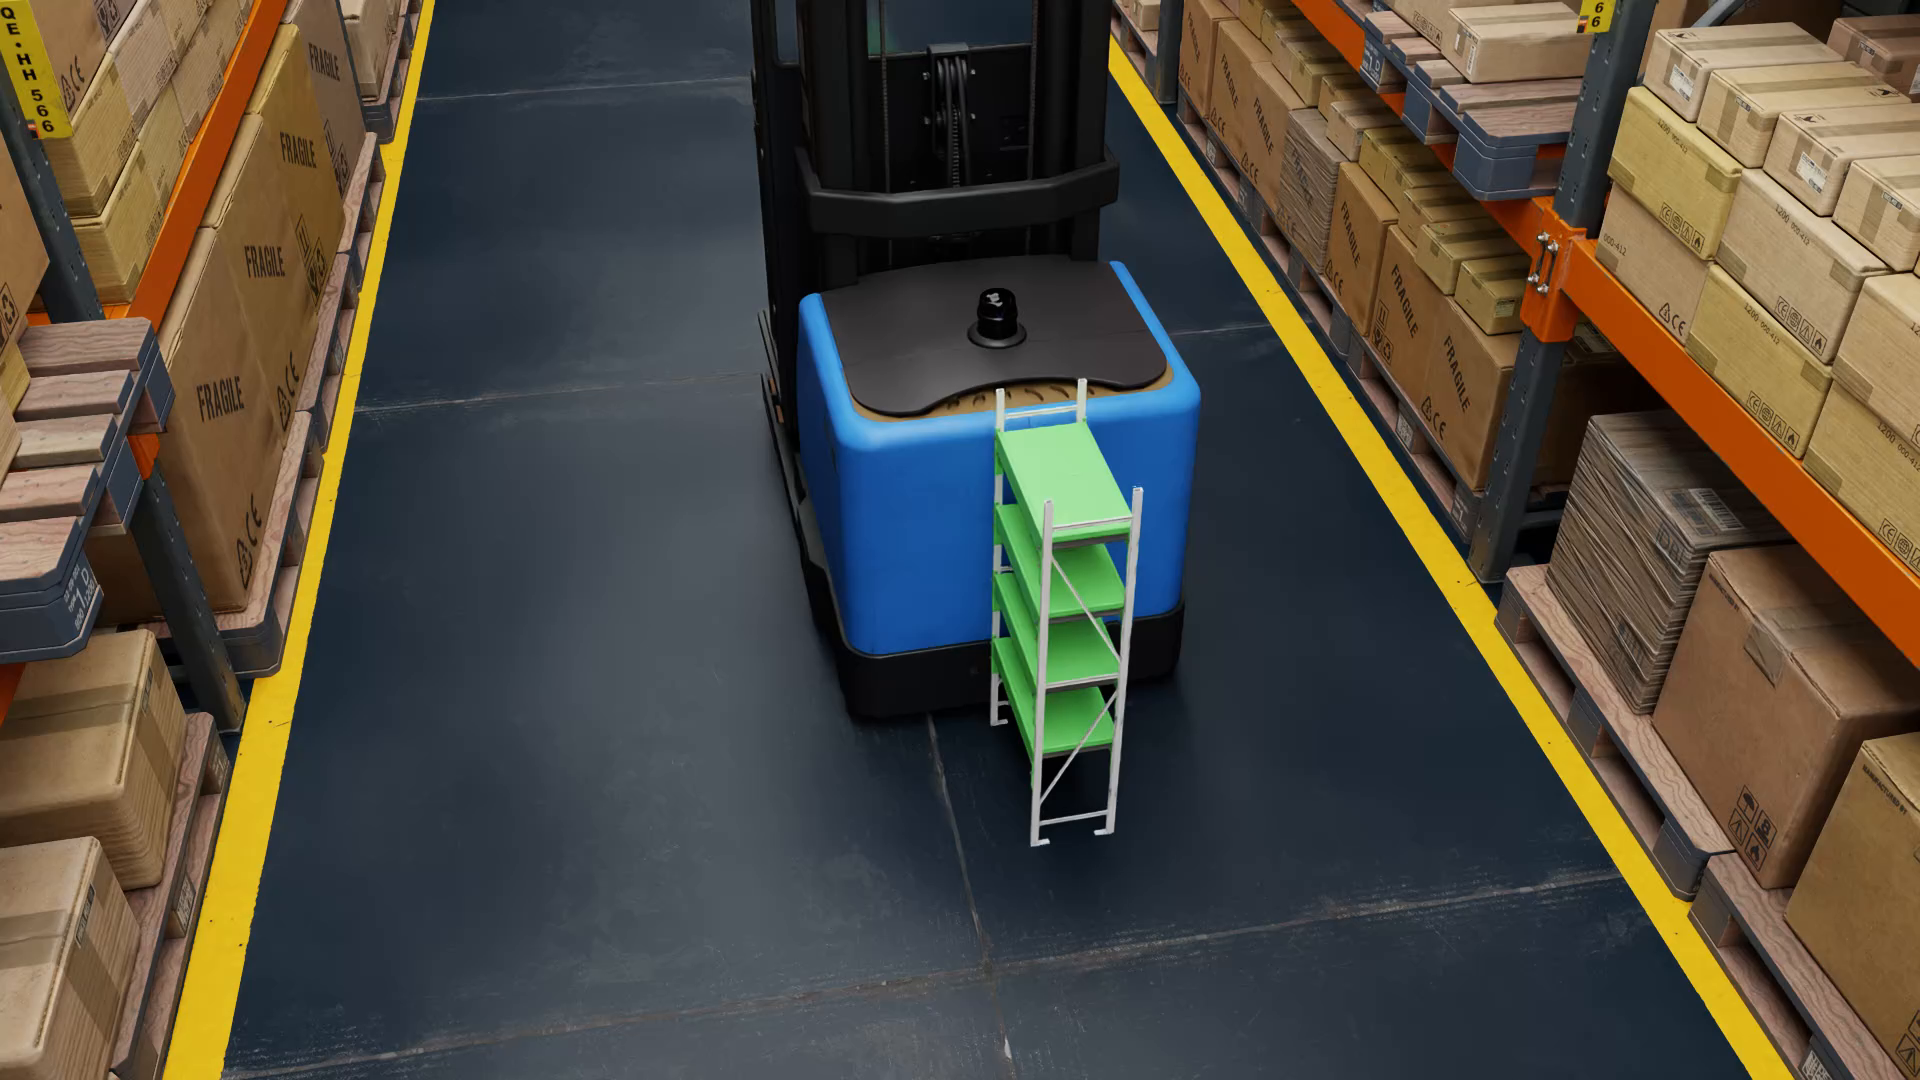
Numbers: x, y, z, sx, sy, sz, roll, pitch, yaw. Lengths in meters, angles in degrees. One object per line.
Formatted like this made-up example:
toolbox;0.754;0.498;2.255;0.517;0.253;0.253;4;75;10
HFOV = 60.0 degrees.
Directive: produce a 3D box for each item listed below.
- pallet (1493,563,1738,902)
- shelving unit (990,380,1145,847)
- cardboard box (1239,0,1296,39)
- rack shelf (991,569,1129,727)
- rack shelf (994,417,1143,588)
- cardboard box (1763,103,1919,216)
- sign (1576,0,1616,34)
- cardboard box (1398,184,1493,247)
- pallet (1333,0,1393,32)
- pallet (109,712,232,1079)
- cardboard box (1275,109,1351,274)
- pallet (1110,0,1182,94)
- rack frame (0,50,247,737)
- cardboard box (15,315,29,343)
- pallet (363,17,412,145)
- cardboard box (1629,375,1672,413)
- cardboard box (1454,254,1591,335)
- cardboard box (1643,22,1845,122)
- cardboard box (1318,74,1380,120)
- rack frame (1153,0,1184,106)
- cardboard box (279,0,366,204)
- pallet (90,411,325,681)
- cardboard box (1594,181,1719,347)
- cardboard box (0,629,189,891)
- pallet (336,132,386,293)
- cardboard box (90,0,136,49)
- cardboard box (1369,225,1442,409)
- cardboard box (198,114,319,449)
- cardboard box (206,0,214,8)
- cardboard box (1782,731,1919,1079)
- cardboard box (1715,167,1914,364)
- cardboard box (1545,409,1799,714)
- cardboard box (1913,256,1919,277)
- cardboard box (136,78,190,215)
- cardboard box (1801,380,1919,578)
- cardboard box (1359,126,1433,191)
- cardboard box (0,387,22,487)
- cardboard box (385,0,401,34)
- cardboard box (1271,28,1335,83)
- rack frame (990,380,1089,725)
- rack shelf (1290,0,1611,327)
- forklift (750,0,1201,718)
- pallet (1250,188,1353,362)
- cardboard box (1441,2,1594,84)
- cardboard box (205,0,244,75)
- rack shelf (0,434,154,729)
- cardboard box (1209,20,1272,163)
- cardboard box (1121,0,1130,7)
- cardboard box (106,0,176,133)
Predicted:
pallet;2.327;0.483;4.957;1.003;0.211;1.213;-6;38;-8
shelving unit;0.265;0.221;4.479;0.258;1.200;0.503;-8;40;-10
cardboard box;1.501;-2.413;7.577;0.380;0.149;0.250;-8;39;-10
rack shelf;0.264;0.271;4.519;0.258;0.148;0.480;-8;40;-10
rack shelf;0.267;-0.102;4.217;0.258;0.148;0.480;-8;40;-10
cardboard box;2.105;-0.878;3.825;0.380;0.149;0.250;-5;38;-7
sign;1.688;-1.482;4.333;0.100;0.325;0.005;-6;38;-8
cardboard box;1.804;-1.151;5.953;0.380;0.149;0.250;-7;38;-9
pallet;1.875;-2.218;6.317;1.003;0.211;1.213;-6;38;-8
pallet;-2.530;0.989;4.304;1.003;0.211;1.213;-6;38;-8
cardboard box;1.654;-1.462;6.882;0.500;0.500;0.500;-8;38;-10
pallet;1.400;-2.850;9.246;1.003;0.211;1.213;-6;38;-8
rack frame;-2.665;-0.584;4.057;1.000;3.000;0.127;-6;38;-8
cardboard box;-2.376;-0.478;3.783;0.380;0.149;0.250;-5;38;-6
pallet;-3.423;-2.366;8.624;1.003;0.211;1.213;-6;38;-8
cardboard box;2.423;-0.583;5.751;0.500;0.500;0.500;-5;38;-6
cardboard box;1.885;-0.826;5.535;0.380;0.149;0.250;-8;39;-10
cardboard box;1.987;-1.192;4.228;0.380;0.149;0.250;-5;38;-7
cardboard box;1.687;-1.784;6.768;0.380;0.149;0.250;-6;38;-8
rack frame;1.520;-3.536;7.857;1.000;3.000;0.127;-6;38;-8
cardboard box;-3.179;-1.961;7.219;0.875;0.875;0.875;-5;38;-7
pallet;-2.729;0.033;5.536;1.003;0.211;1.213;-6;38;-8
cardboard box;2.058;-0.767;4.414;0.500;0.250;0.500;-6;38;-8
cardboard box;-2.576;0.630;4.293;0.950;0.372;0.625;-9;39;-11
pallet;-3.157;-1.441;7.433;1.003;0.211;1.213;-6;38;-8
cardboard box;-2.607;-1.641;4.521;0.500;0.500;0.500;-6;38;-8
cardboard box;1.858;-0.834;6.074;0.500;0.500;0.500;-7;38;-9
cardboard box;-2.857;-0.876;5.822;0.875;0.875;0.875;-6;38;-7
cardboard box;-2.752;-1.977;5.565;0.500;0.250;0.500;-6;38;-7
cardboard box;2.557;0.831;3.829;0.875;0.625;0.625;-8;39;-10
cardboard box;2.145;-0.661;3.871;0.500;0.250;0.500;-5;38;-7
cardboard box;2.317;0.030;4.860;0.875;0.625;0.625;-5;38;-7
cardboard box;2.237;-0.573;3.432;0.380;0.149;0.250;-6;38;-7
cardboard box;-2.611;-1.156;4.915;0.500;0.250;0.500;-7;38;-9
cardboard box;2.239;-0.152;3.623;0.500;0.250;0.500;-7;38;-9
cardboard box;1.758;-1.466;6.359;0.380;0.149;0.250;-7;38;-9
cardboard box;-2.170;-0.176;3.395;0.380;0.149;0.250;-7;38;-8
cardboard box;-3.529;-3.085;9.023;0.875;0.438;0.875;-7;38;-9
cardboard box;1.570;-2.094;7.167;0.380;0.149;0.250;-6;38;-8
rack frame;0.212;0.071;4.664;0.240;1.200;0.015;-8;40;-10
rack shelf;1.870;-2.044;6.522;1.077;0.370;4.000;-6;38;-8
forklift;-0.135;-1.535;5.337;1.130;2.935;3.031;-8;39;-10
pallet;1.917;-1.209;7.134;1.003;0.211;1.213;-6;38;-8
cardboard box;1.728;-1.542;5.153;0.380;0.149;0.250;-6;38;-7
cardboard box;-2.787;-1.771;5.707;0.500;0.250;0.500;-6;38;-8
rack shelf;-2.315;0.908;2.722;1.077;0.370;4.000;-6;38;-8
cardboard box;1.486;-2.078;7.675;0.500;0.500;0.500;-7;38;-9
cardboard box;1.070;-3.143;9.237;0.396;0.266;0.258;-5;38;-6
cardboard box;-2.601;-1.367;4.779;0.500;0.250;0.500;-5;38;-7
